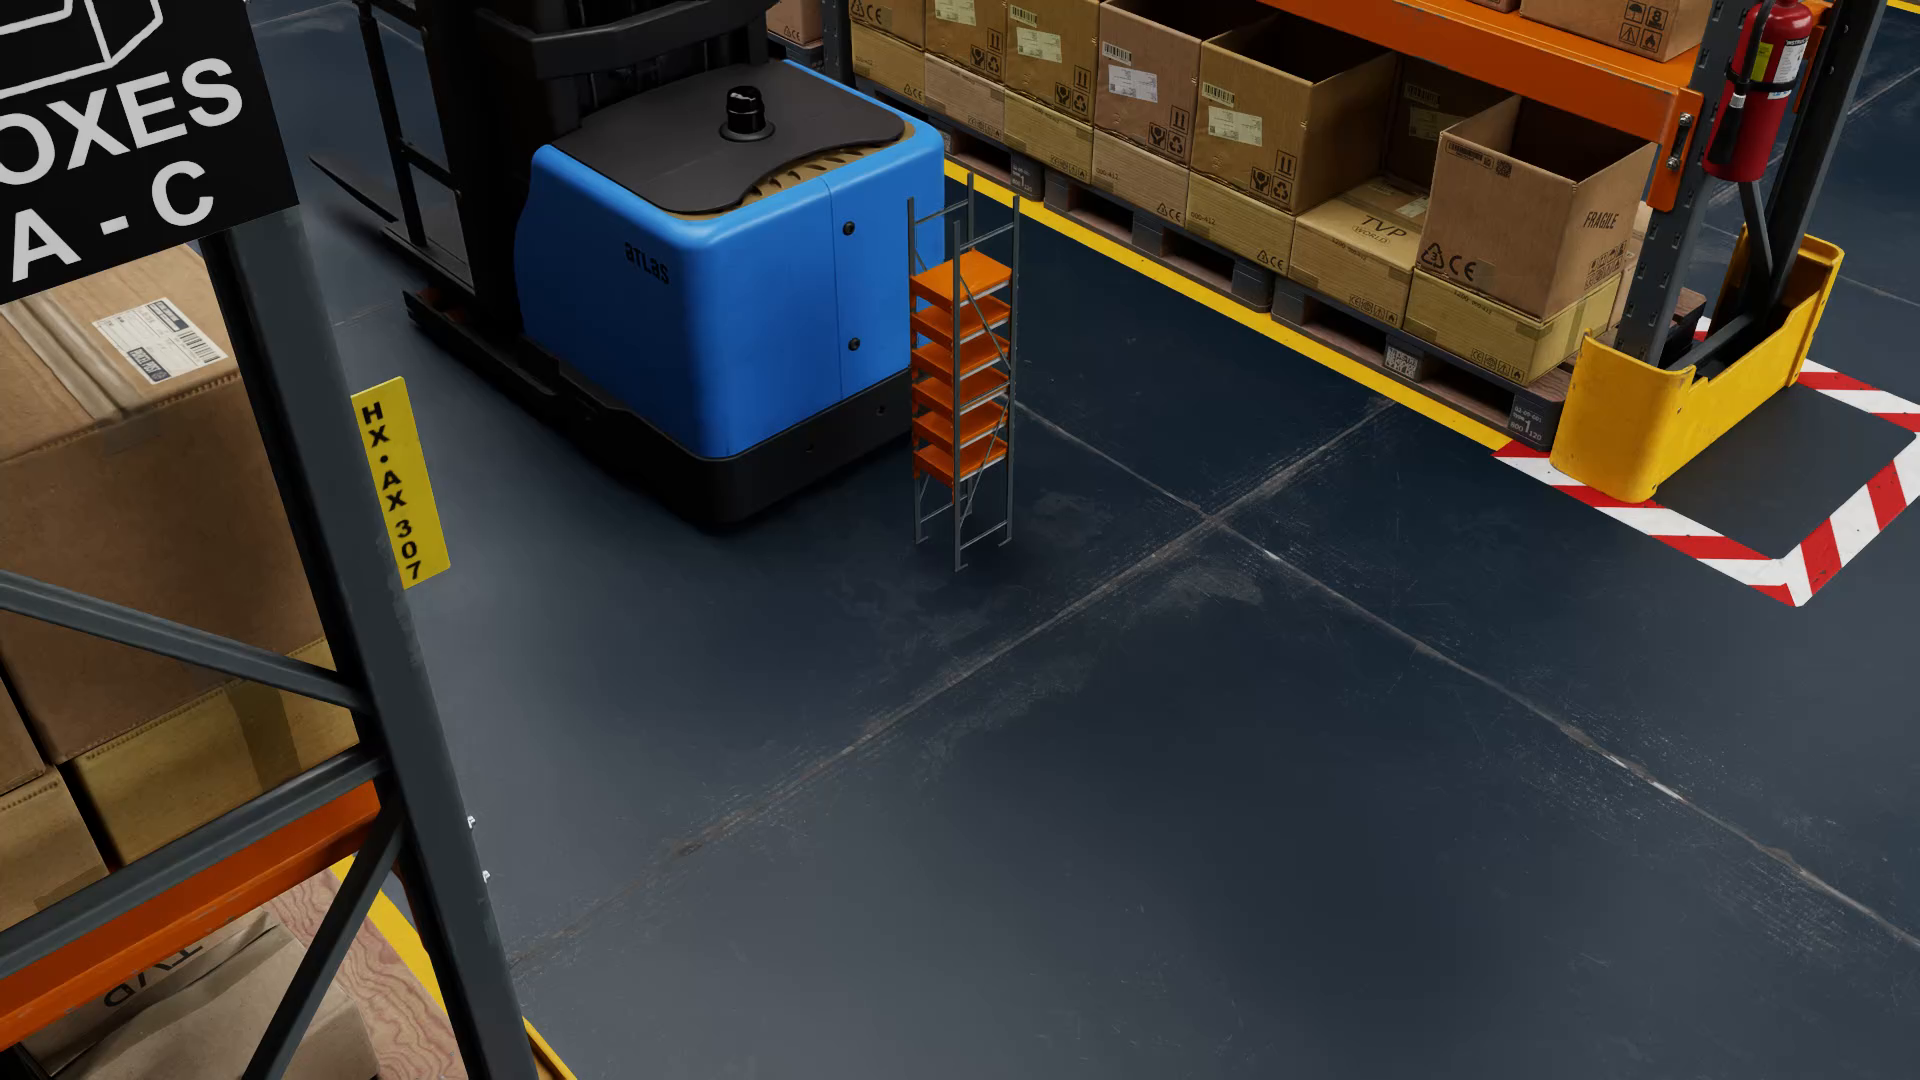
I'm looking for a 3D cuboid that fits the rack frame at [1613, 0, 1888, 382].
[{"bbox_3d":[2.479,-1.607,4.852,1.000,3.000,0.127,-30,48,-32],"label":"rack frame"}]

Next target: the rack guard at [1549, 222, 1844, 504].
[{"bbox_3d":[2.495,-0.623,5.624,1.175,0.500,0.348,-30,48,-32],"label":"rack guard"}]

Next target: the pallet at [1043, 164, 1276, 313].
[{"bbox_3d":[1.110,-1.423,6.843,1.003,0.211,1.213,-30,48,-32],"label":"pallet"}]

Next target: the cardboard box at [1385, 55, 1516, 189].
[{"bbox_3d":[1.940,-1.566,6.058,0.500,0.500,0.500,-30,48,-32],"label":"cardboard box"}]

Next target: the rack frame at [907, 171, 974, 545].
[{"bbox_3d":[-0.052,-0.502,4.917,0.240,1.200,0.006,-30,48,-32],"label":"rack frame"}]

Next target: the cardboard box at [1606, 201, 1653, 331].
[{"bbox_3d":[2.280,-1.043,6.009,0.500,0.250,0.500,-30,48,-32],"label":"cardboard box"}]

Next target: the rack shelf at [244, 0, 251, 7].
[{"bbox_3d":[-2.520,-1.313,2.673,1.077,0.370,4.000,-30,48,-32],"label":"rack shelf"}]

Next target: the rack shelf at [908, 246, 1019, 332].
[{"bbox_3d":[0.010,-0.706,4.666,0.258,0.103,0.180,-30,48,-32],"label":"rack shelf"}]

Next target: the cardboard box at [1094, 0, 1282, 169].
[{"bbox_3d":[0.873,-1.802,6.352,0.500,0.500,0.500,-30,48,-32],"label":"cardboard box"}]

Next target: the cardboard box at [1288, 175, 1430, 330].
[{"bbox_3d":[1.551,-1.049,6.016,0.500,0.250,0.500,-30,48,-32],"label":"cardboard box"}]

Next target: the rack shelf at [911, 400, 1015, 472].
[{"bbox_3d":[0.010,-0.332,4.968,0.258,0.103,0.180,-30,48,-32],"label":"rack shelf"}]

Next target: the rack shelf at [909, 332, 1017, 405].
[{"bbox_3d":[0.010,-0.519,4.817,0.258,0.103,0.180,-30,48,-32],"label":"rack shelf"}]

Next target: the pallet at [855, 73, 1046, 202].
[{"bbox_3d":[0.280,-1.987,7.543,1.003,0.211,1.213,-30,48,-32],"label":"pallet"}]

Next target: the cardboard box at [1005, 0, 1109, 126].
[{"bbox_3d":[0.533,-2.033,6.637,0.500,0.500,0.500,-30,48,-32],"label":"cardboard box"}]

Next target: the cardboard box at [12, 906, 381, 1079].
[{"bbox_3d":[-1.569,1.016,3.394,0.500,0.311,0.500,29,47,31],"label":"cardboard box"}]

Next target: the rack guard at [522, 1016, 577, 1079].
[{"bbox_3d":[-1.219,1.437,3.073,1.175,0.500,0.348,-30,48,-32],"label":"rack guard"}]

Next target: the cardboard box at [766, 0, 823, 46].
[{"bbox_3d":[-0.721,-2.620,7.961,0.500,0.250,0.500,-30,48,-32],"label":"cardboard box"}]

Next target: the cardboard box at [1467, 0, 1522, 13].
[{"bbox_3d":[1.814,-2.108,5.393,0.700,0.500,0.500,-29,47,-31],"label":"cardboard box"}]

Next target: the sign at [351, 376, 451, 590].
[{"bbox_3d":[-0.768,-0.067,2.257,0.100,0.325,0.005,-30,48,-32],"label":"sign"}]

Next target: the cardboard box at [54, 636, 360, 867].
[{"bbox_3d":[-1.264,0.190,2.731,0.500,0.250,0.500,-31,48,-33],"label":"cardboard box"}]

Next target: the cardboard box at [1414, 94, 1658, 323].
[{"bbox_3d":[1.897,-1.114,5.499,0.500,0.500,0.500,-30,48,-32],"label":"cardboard box"}]

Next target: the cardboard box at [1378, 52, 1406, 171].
[{"bbox_3d":[1.593,-1.791,6.338,0.500,0.500,0.500,-30,48,-32],"label":"cardboard box"}]

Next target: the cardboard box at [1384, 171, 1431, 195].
[{"bbox_3d":[1.939,-1.273,6.293,0.500,0.250,0.500,-30,48,-32],"label":"cardboard box"}]

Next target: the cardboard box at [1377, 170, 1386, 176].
[{"bbox_3d":[1.601,-1.505,6.580,0.500,0.250,0.500,-30,48,-32],"label":"cardboard box"}]

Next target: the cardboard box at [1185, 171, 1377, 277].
[{"bbox_3d":[1.212,-1.280,6.302,0.500,0.250,0.500,-30,48,-32],"label":"cardboard box"}]

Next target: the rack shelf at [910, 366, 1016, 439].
[{"bbox_3d":[0.010,-0.426,4.893,0.258,0.103,0.180,-30,48,-32],"label":"rack shelf"}]

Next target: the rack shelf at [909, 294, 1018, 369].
[{"bbox_3d":[0.010,-0.612,4.742,0.258,0.103,0.180,-30,48,-32],"label":"rack shelf"}]

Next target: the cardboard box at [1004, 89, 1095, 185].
[{"bbox_3d":[0.533,-1.741,6.873,0.500,0.250,0.500,-30,48,-32],"label":"cardboard box"}]

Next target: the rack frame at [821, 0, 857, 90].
[{"bbox_3d":[-0.227,-3.458,7.144,1.000,3.000,0.127,-30,48,-32],"label":"rack frame"}]

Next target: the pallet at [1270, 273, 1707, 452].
[{"bbox_3d":[1.931,-0.858,6.144,1.003,0.211,1.213,-30,48,-32],"label":"pallet"}]

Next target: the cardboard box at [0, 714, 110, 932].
[{"bbox_3d":[-1.626,0.417,2.450,0.500,0.250,0.500,-29,47,-31],"label":"cardboard box"}]

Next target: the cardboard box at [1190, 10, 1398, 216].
[{"bbox_3d":[1.210,-1.571,6.065,0.500,0.500,0.500,-30,48,-32],"label":"cardboard box"}]

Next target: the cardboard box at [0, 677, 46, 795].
[{"bbox_3d":[-1.643,0.131,2.207,0.500,0.500,0.500,-31,48,-32],"label":"cardboard box"}]

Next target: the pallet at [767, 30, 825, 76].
[{"bbox_3d":[-0.754,-2.698,8.422,1.003,0.211,1.213,-30,48,-32],"label":"pallet"}]

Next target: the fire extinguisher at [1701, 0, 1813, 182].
[{"bbox_3d":[2.217,-1.325,4.564,0.296,0.674,0.183,-30,48,-32],"label":"fire extinguisher"}]

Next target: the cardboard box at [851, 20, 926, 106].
[{"bbox_3d":[-0.136,-2.208,7.451,0.500,0.250,0.500,-30,48,-32],"label":"cardboard box"}]

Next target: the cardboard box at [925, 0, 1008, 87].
[{"bbox_3d":[0.200,-2.268,6.928,0.500,0.500,0.500,-30,48,-32],"label":"cardboard box"}]

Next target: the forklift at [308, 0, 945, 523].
[{"bbox_3d":[-1.413,-2.025,5.425,1.130,2.935,3.031,-31,48,-32],"label":"forklift"}]

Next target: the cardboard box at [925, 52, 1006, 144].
[{"bbox_3d":[0.198,-1.975,7.162,0.500,0.250,0.500,-30,48,-32],"label":"cardboard box"}]

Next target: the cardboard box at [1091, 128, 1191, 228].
[{"bbox_3d":[0.875,-1.512,6.589,0.500,0.250,0.500,-30,48,-32],"label":"cardboard box"}]

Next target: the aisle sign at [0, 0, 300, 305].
[{"bbox_3d":[-0.898,-0.606,1.543,0.394,0.787,0.004,-30,48,-32],"label":"aisle sign"}]

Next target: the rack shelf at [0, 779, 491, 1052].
[{"bbox_3d":[-2.520,-0.146,3.616,1.077,0.370,4.000,-30,48,-32],"label":"rack shelf"}]

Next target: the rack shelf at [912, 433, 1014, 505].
[{"bbox_3d":[0.010,-0.239,5.043,0.258,0.103,0.180,-30,48,-32],"label":"rack shelf"}]

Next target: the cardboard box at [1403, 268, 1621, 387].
[{"bbox_3d":[1.898,-0.823,5.736,0.500,0.250,0.500,-30,48,-32],"label":"cardboard box"}]

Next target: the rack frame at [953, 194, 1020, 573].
[{"bbox_3d":[0.072,-0.418,4.812,0.240,1.200,0.006,-30,48,-32],"label":"rack frame"}]

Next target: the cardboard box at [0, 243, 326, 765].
[{"bbox_3d":[-1.269,-0.090,2.481,0.500,0.500,0.500,-30,48,-32],"label":"cardboard box"}]

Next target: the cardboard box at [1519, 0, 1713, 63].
[{"bbox_3d":[2.172,-1.867,5.095,0.700,0.500,0.500,-30,48,-32],"label":"cardboard box"}]

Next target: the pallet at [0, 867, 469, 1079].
[{"bbox_3d":[-1.742,1.159,3.647,1.003,0.211,1.213,-30,48,-32],"label":"pallet"}]

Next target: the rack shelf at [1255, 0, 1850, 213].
[{"bbox_3d":[1.126,-2.253,6.224,1.077,0.370,4.000,-30,48,-32],"label":"rack shelf"}]

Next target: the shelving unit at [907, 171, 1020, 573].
[{"bbox_3d":[0.010,-0.460,4.865,0.258,1.200,0.189,-30,48,-32],"label":"shelving unit"}]

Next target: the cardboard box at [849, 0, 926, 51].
[{"bbox_3d":[-0.144,-2.496,7.210,0.500,0.500,0.500,-30,48,-32],"label":"cardboard box"}]
